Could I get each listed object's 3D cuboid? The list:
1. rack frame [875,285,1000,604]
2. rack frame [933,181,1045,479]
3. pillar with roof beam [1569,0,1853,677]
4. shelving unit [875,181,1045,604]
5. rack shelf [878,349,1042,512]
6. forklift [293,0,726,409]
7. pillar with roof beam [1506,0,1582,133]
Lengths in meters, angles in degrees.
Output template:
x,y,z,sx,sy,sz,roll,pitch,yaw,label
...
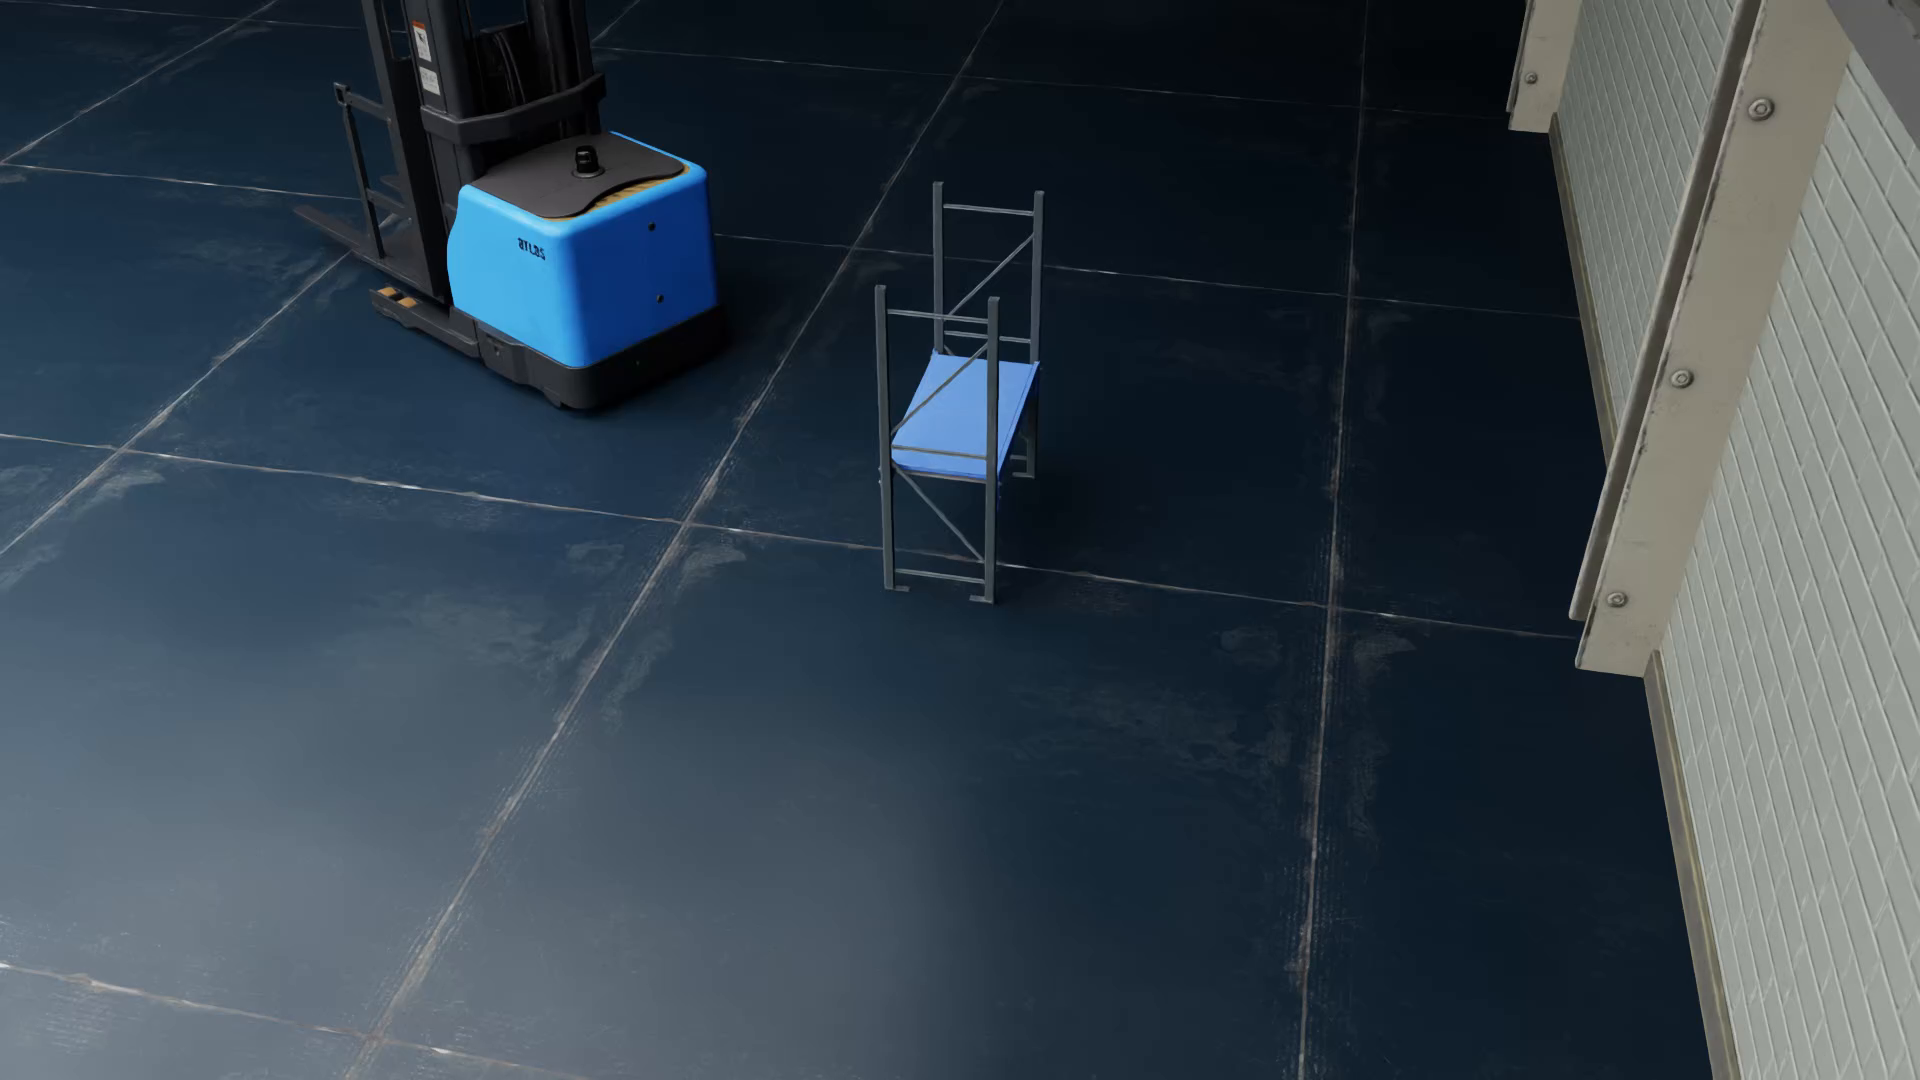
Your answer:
x,y,z,sx,sy,sz,roll,pitch,yaw,label
-0.090,-0.365,6.975,0.500,1.500,0.032,7,37,10,rack frame
0.127,-0.948,7.779,0.500,1.500,0.032,7,37,10,rack frame
-1.418,-3.737,5.239,9.100,9.000,0.400,7,37,10,pillar with roof beam
0.018,-0.656,7.377,0.538,1.500,1.048,7,37,10,shelving unit
0.018,-0.511,7.483,0.538,0.185,1.000,7,37,10,rack shelf
-2.725,-2.594,8.832,3.031,2.935,1.130,27,44,32,forklift
-0.137,-7.177,9.985,9.100,9.000,0.400,7,37,10,pillar with roof beam
